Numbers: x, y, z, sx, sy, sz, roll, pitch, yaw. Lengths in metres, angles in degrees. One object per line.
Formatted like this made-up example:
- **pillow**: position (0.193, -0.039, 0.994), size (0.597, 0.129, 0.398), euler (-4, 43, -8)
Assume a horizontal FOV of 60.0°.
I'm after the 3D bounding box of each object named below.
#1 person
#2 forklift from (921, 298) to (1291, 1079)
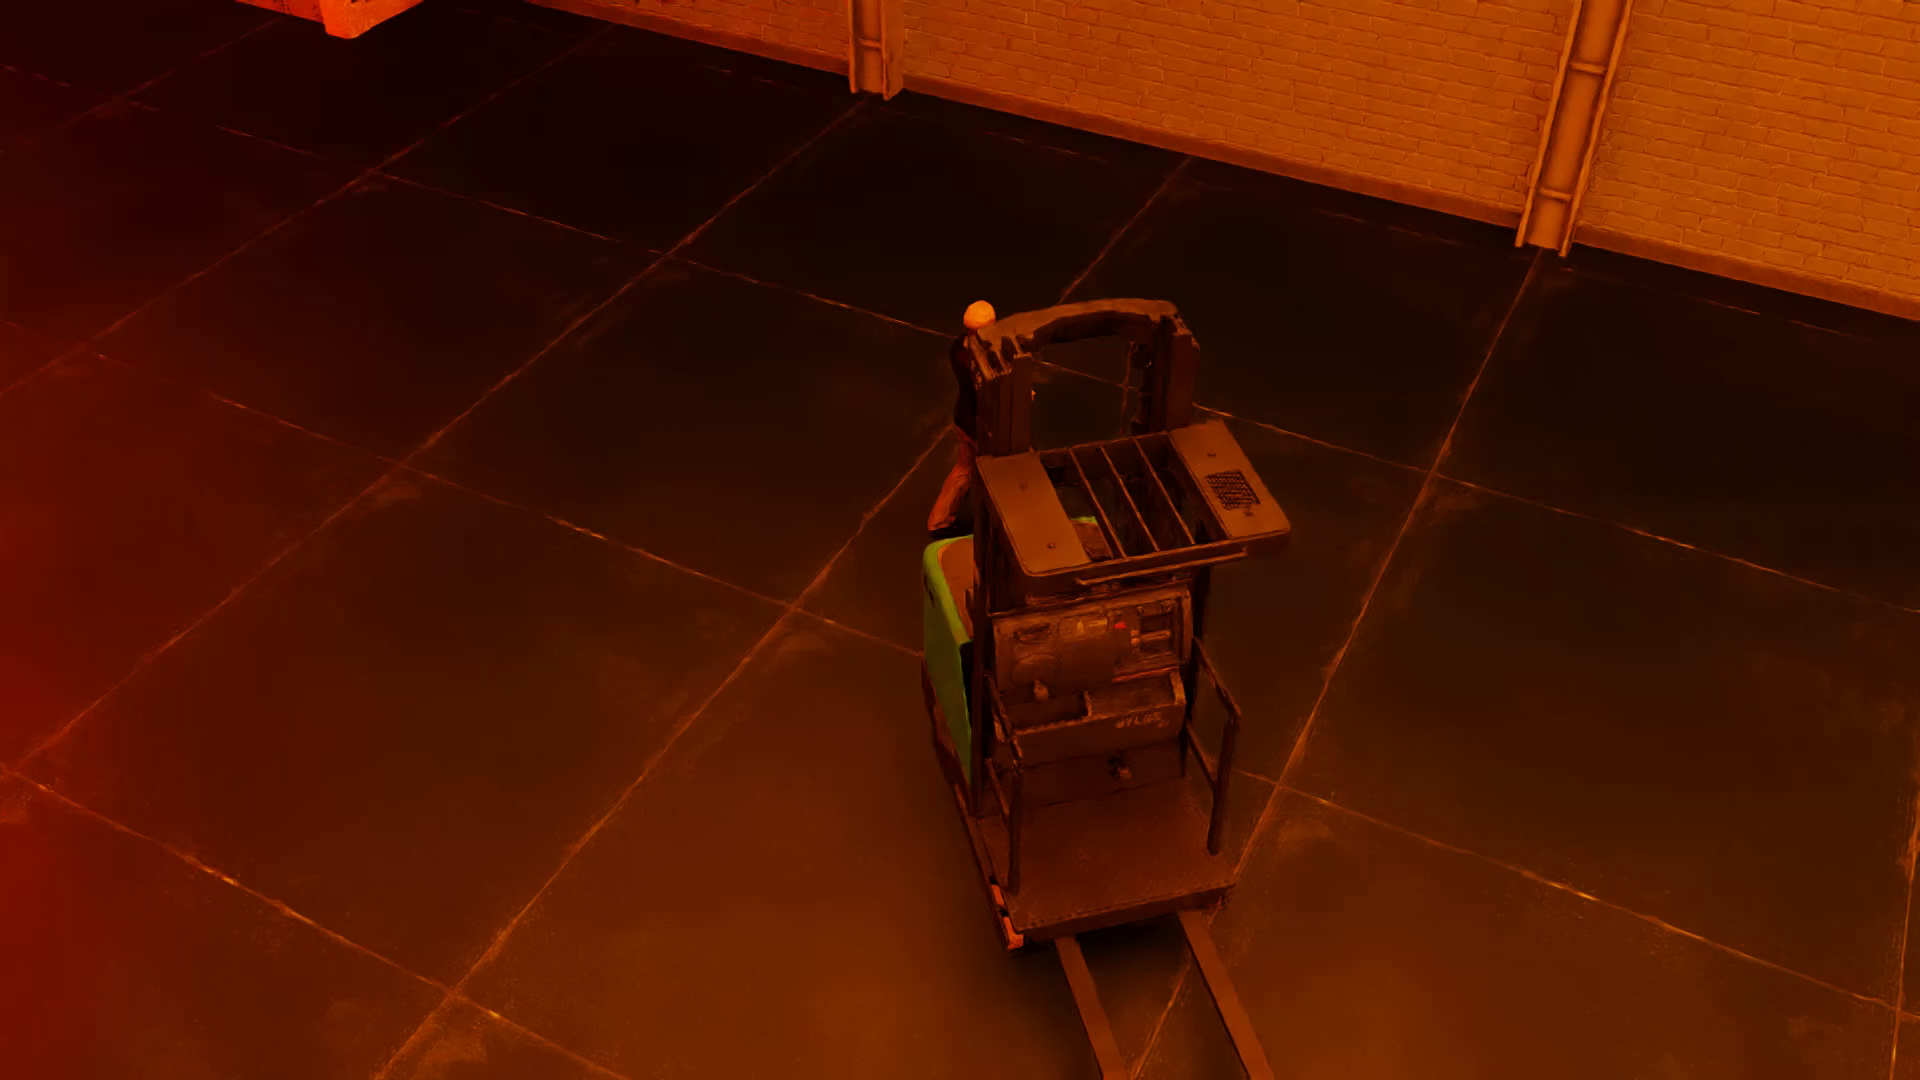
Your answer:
- **person**: position (0.208, -0.651, 9.761), size (0.723, 1.659, 0.662), euler (-22, 45, -24)
- **forklift**: position (0.658, 0.551, 7.333), size (1.130, 2.935, 3.031), euler (-10, 41, -11)
